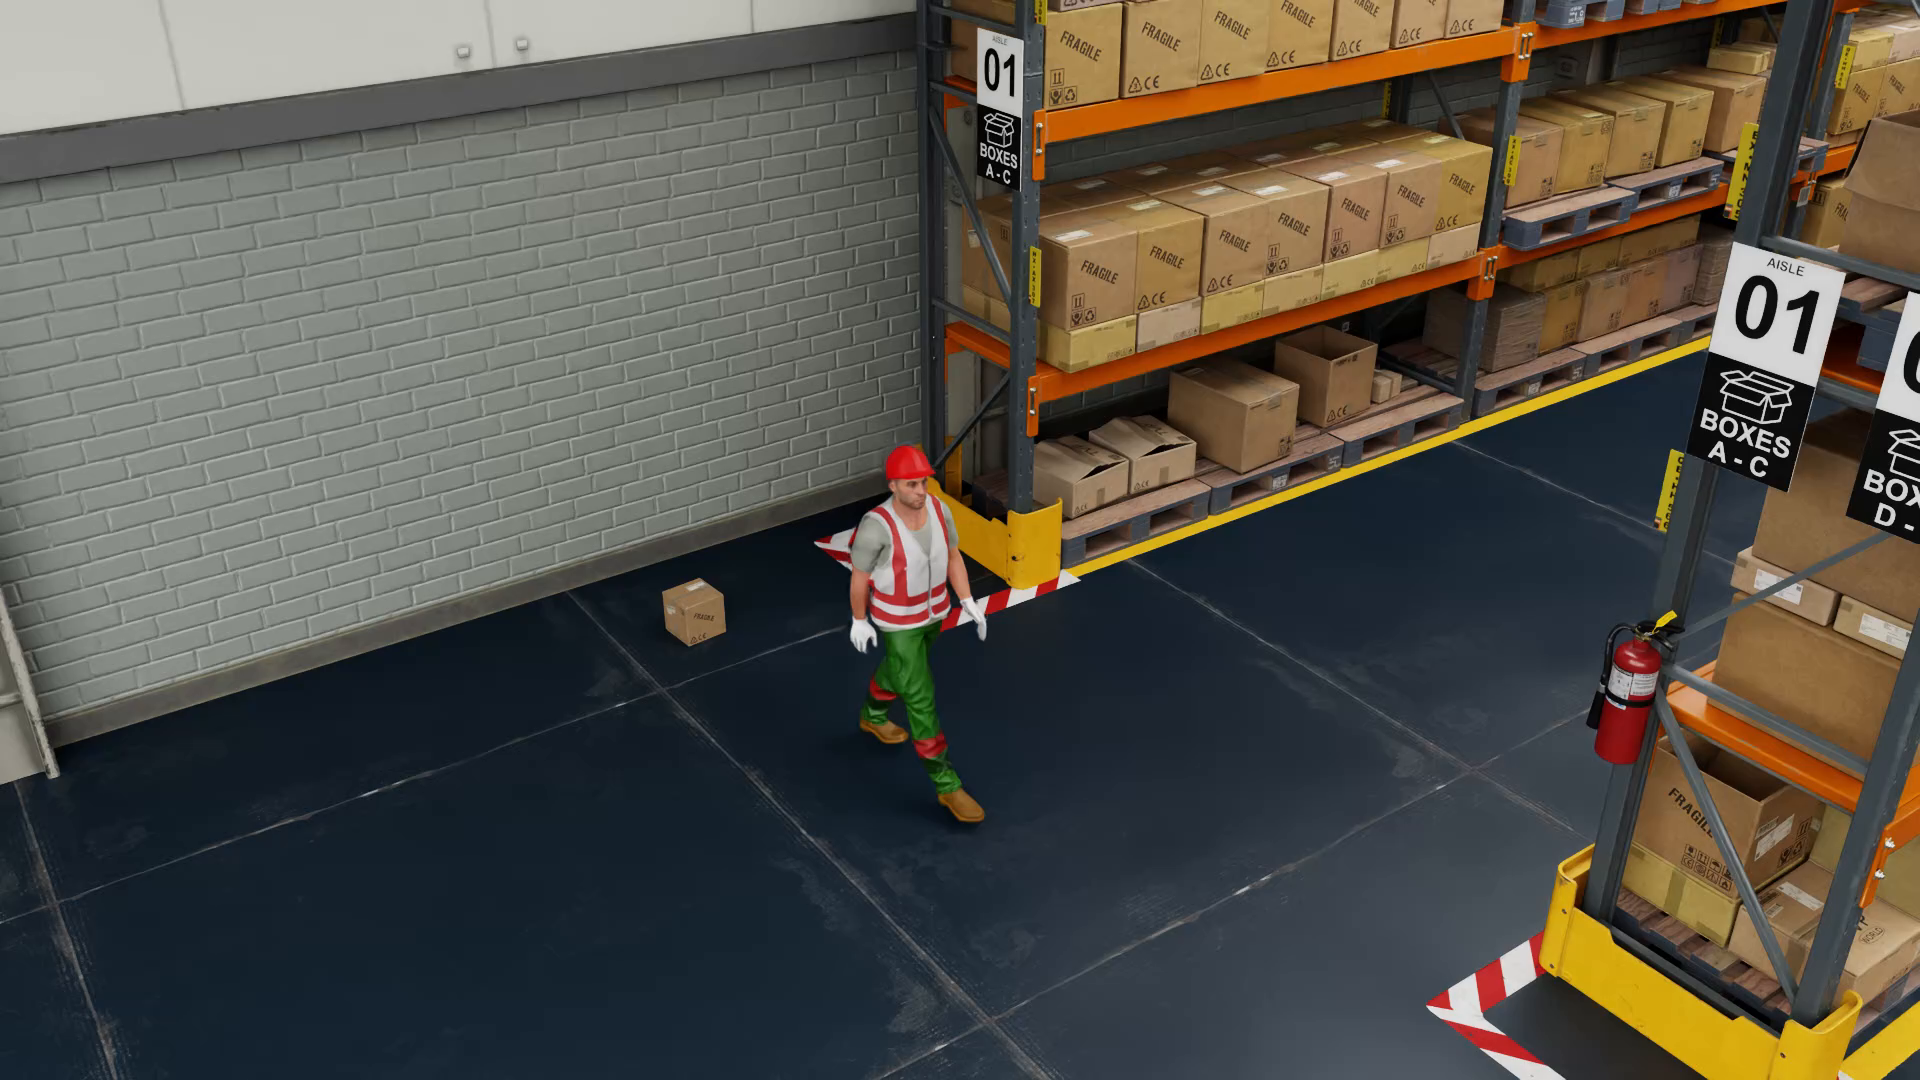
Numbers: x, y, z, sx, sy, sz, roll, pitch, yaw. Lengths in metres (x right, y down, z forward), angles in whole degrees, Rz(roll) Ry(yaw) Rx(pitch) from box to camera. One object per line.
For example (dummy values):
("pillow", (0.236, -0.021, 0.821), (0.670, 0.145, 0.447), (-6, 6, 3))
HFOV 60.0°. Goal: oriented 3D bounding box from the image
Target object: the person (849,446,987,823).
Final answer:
("person", (-0.165, 0.376, 7.856), (0.542, 1.728, 1.028), (-24, 37, -38))
